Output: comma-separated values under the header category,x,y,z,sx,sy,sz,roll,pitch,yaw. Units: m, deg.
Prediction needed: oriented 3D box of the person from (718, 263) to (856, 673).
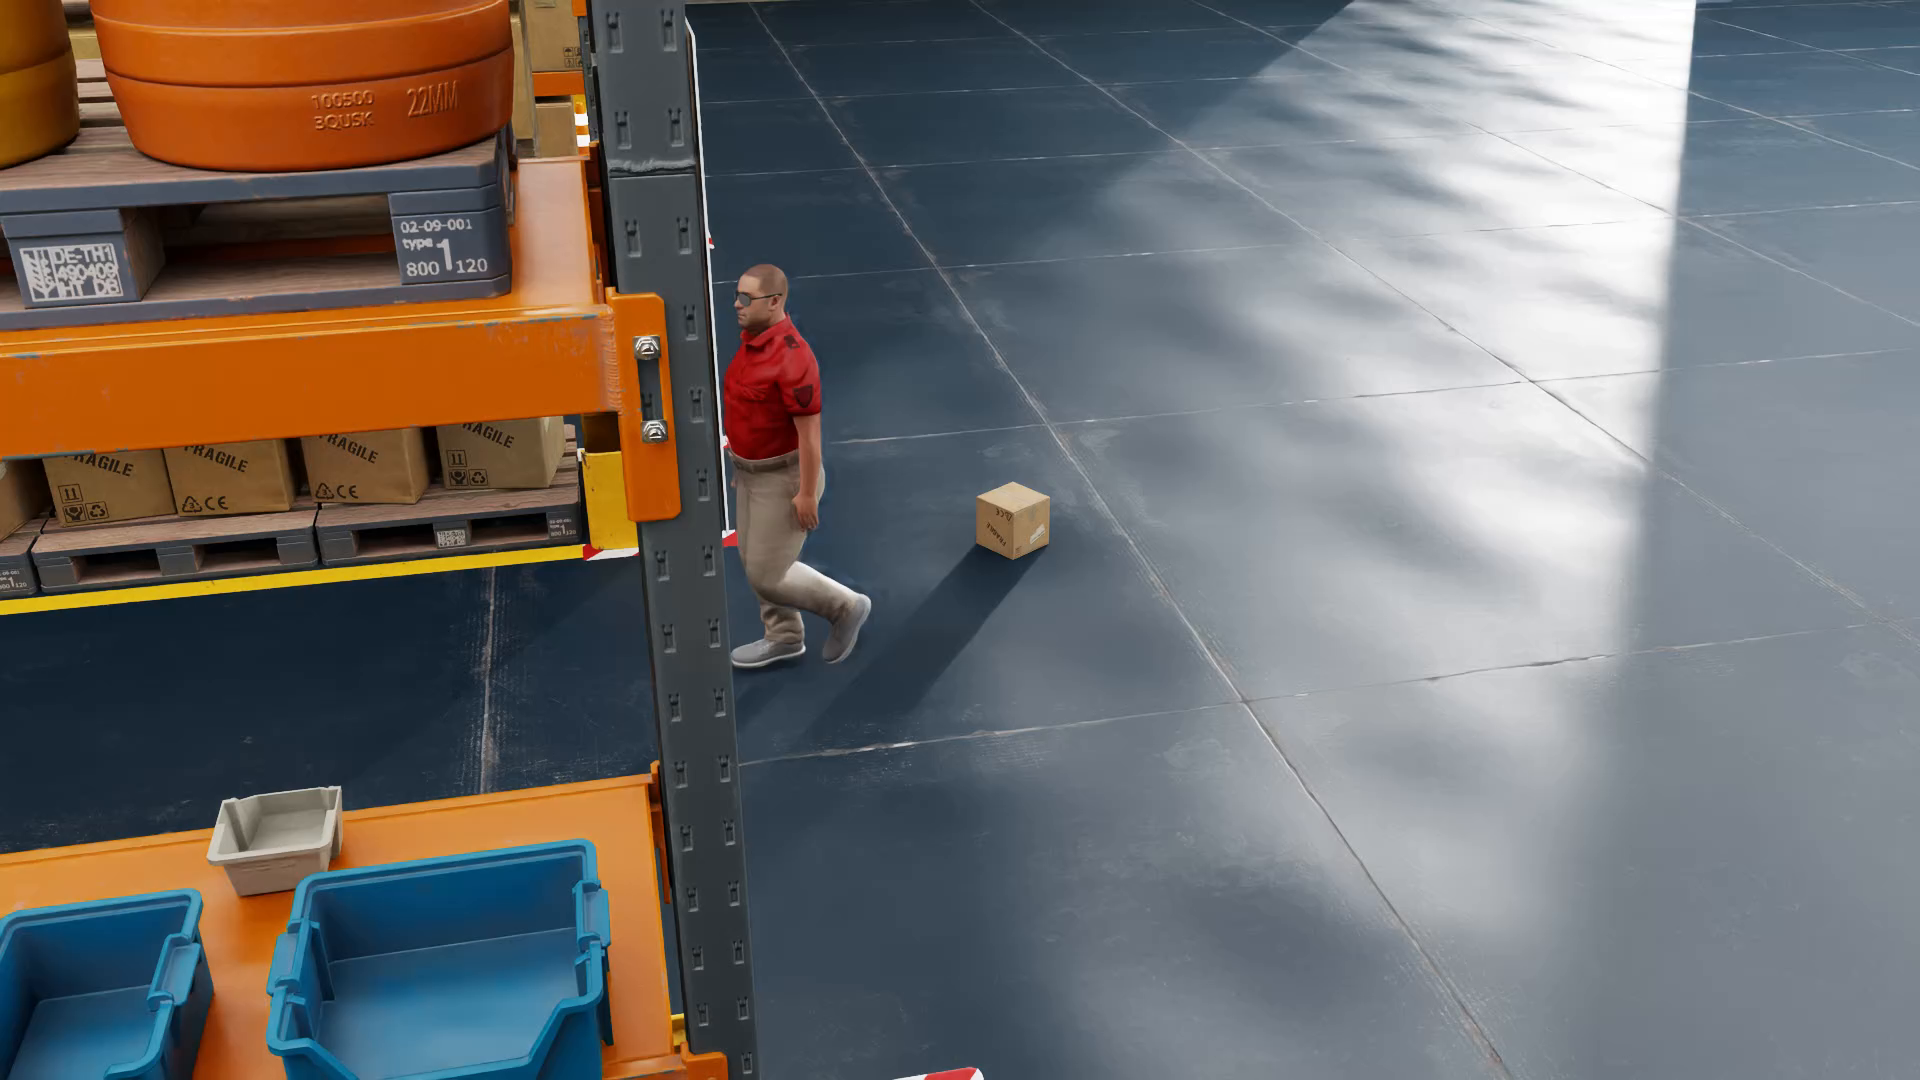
category,x,y,z,sx,sy,sz,roll,pitch,yaw
person,-0.715,-0.255,6.596,0.508,1.722,0.544,-12,29,-22
